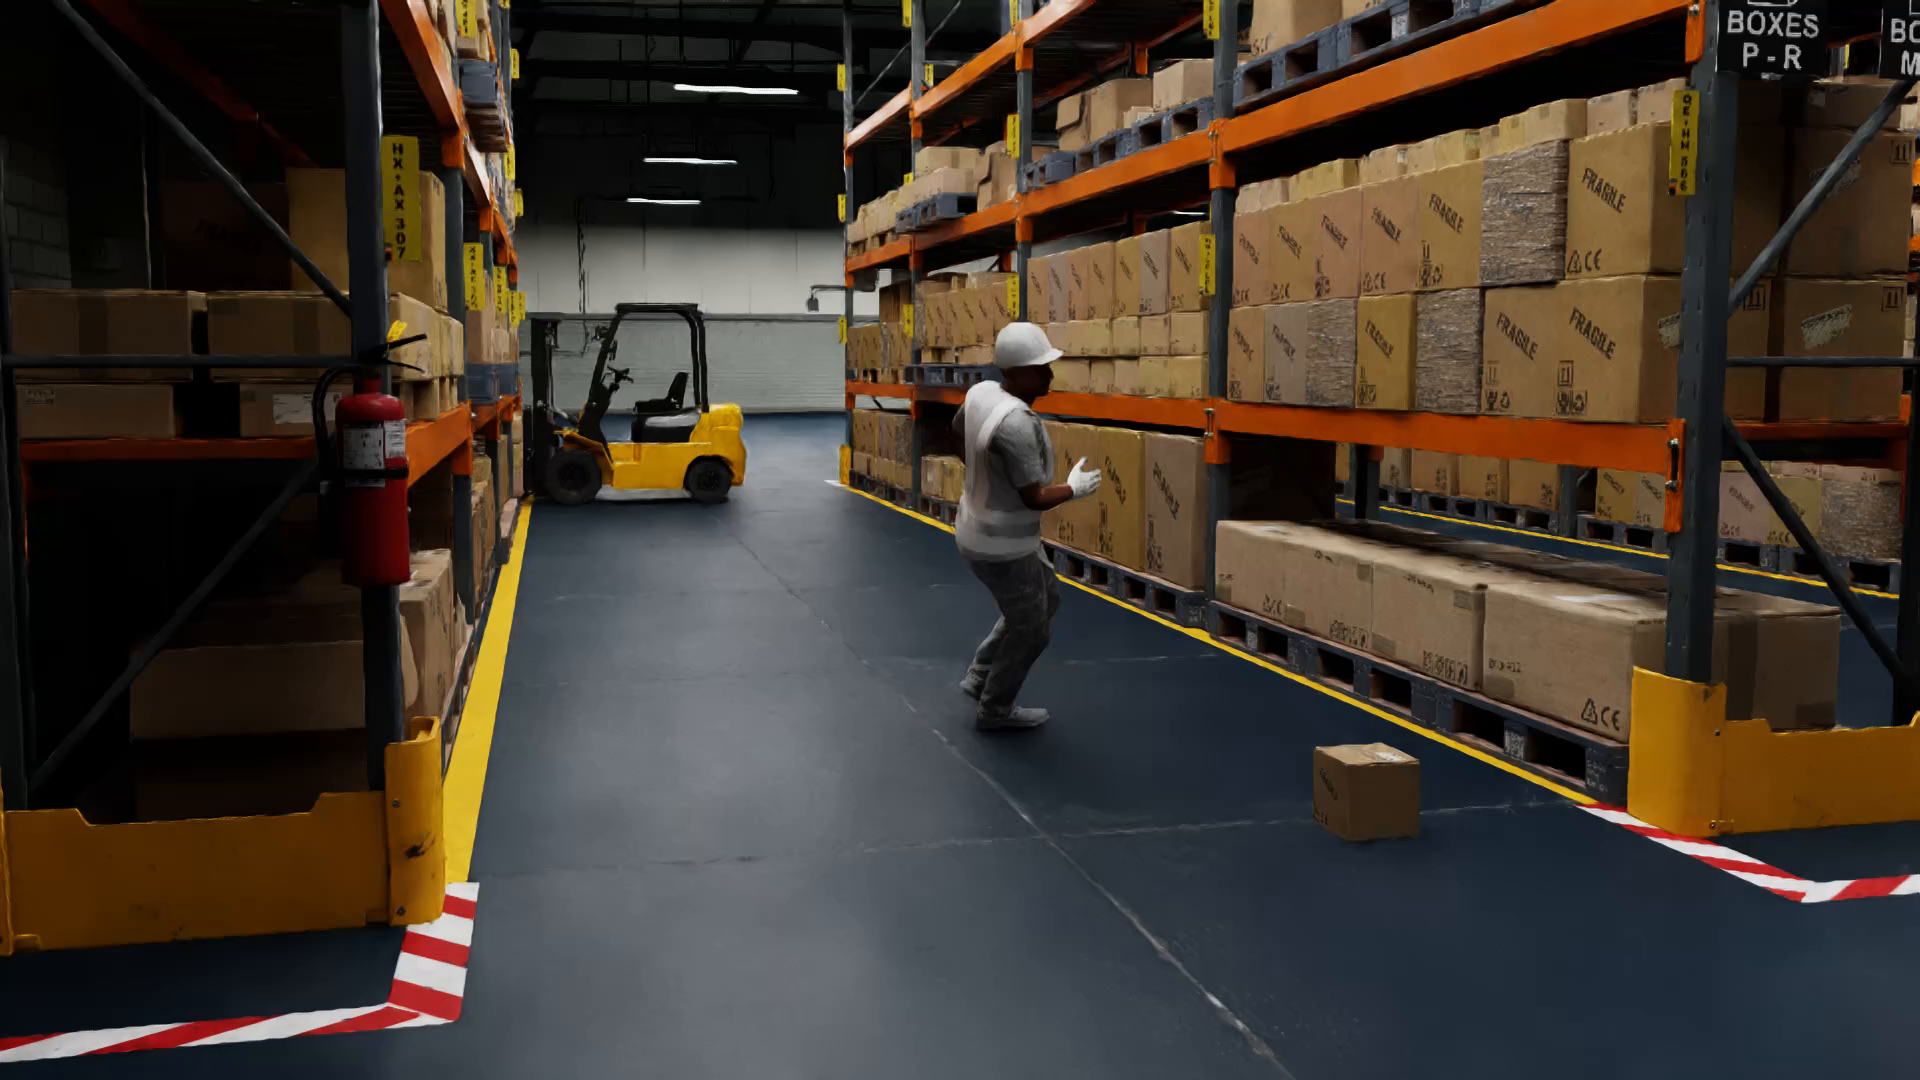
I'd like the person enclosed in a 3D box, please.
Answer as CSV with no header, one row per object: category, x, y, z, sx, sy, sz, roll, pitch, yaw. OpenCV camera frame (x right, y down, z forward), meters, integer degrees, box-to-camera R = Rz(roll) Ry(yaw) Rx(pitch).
person,0.257,-0.023,6.614,0.573,1.663,0.944,-1,6,-9
